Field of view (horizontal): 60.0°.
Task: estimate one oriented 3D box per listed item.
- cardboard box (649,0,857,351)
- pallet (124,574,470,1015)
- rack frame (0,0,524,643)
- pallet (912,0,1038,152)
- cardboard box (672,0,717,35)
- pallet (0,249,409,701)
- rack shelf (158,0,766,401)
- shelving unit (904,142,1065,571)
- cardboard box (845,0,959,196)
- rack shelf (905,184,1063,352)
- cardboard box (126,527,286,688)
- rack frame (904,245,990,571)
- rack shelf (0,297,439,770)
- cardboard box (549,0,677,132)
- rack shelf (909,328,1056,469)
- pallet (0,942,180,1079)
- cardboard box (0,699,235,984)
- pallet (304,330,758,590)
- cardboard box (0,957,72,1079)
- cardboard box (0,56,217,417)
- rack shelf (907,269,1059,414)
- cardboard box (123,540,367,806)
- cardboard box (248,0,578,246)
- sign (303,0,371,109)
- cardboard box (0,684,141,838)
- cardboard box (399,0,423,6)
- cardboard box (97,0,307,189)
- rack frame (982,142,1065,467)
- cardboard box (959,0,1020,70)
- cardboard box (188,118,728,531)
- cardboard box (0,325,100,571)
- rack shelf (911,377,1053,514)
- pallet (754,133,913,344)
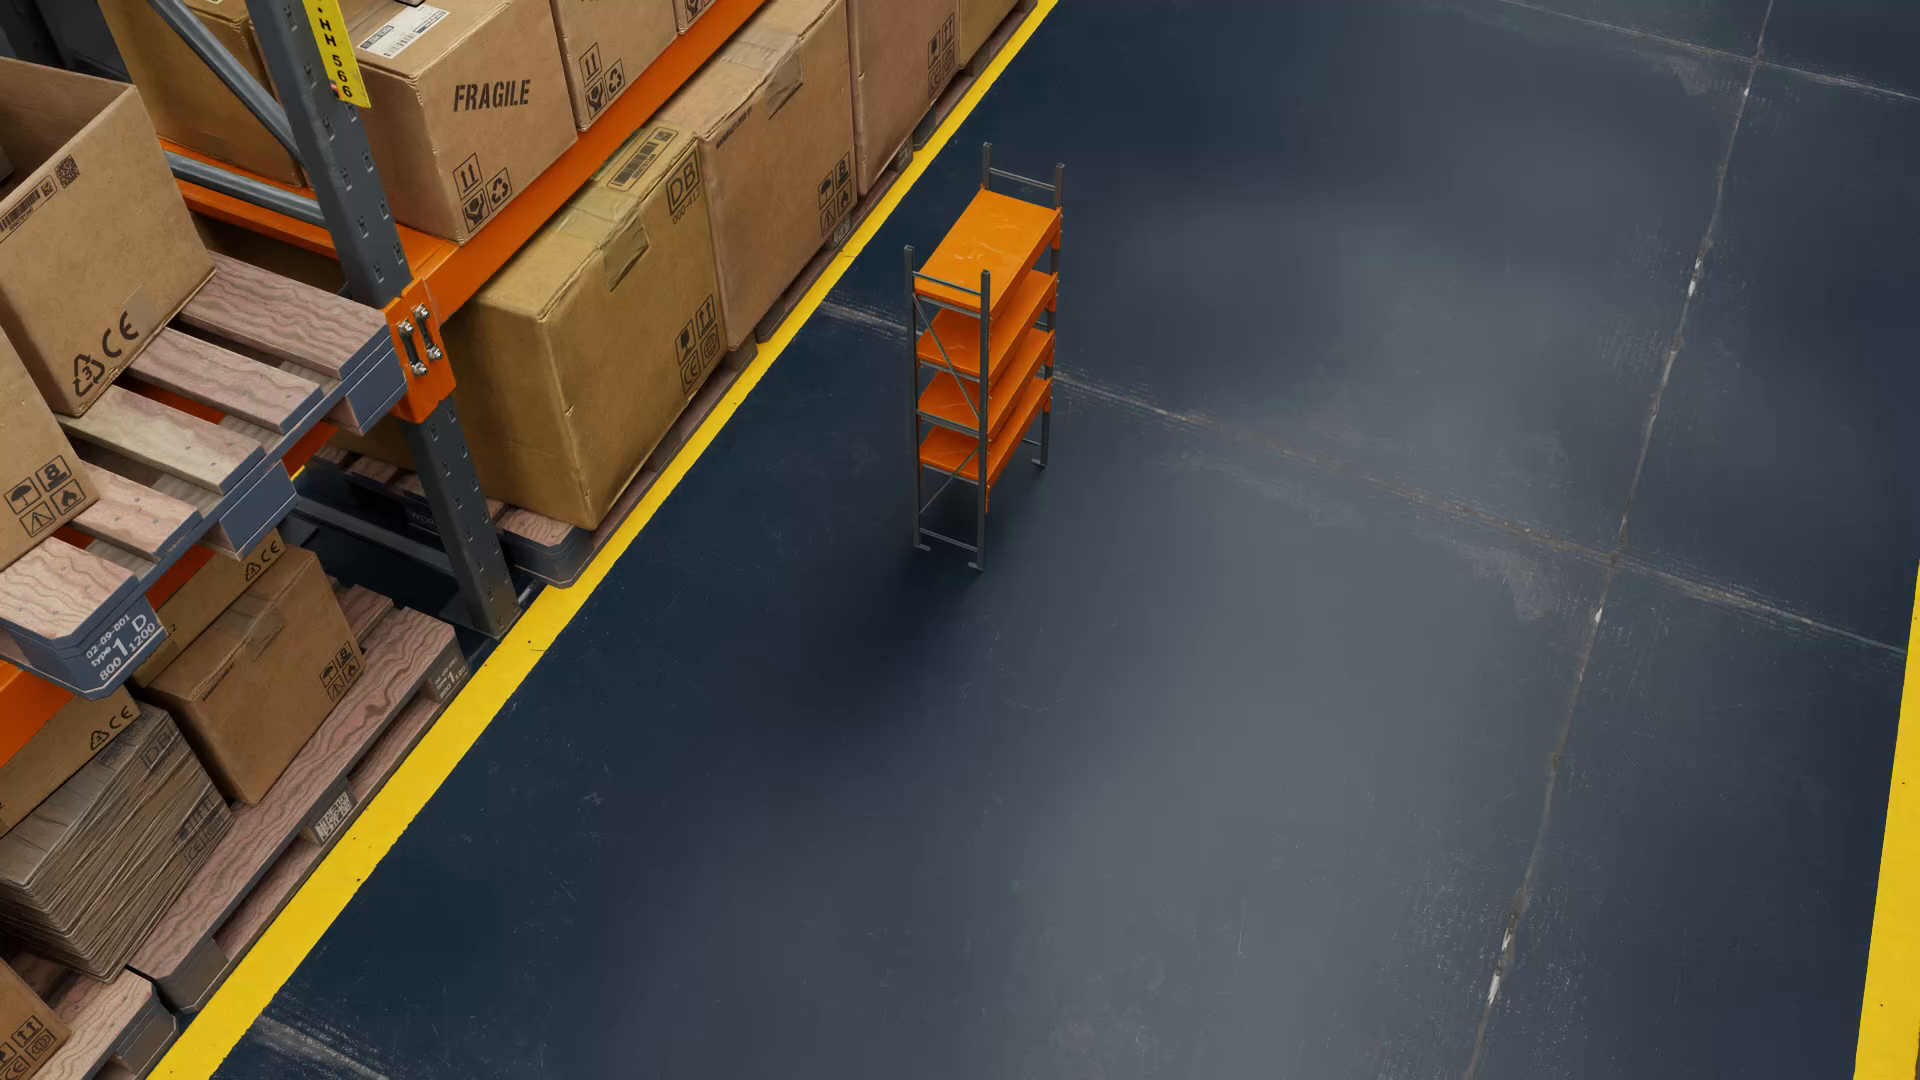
[{"bbox_3d":[-1.106,-1.397,5.589,1.225,0.875,0.875,20,52,16],"label":"cardboard box"},{"bbox_3d":[-2.142,0.571,4.625,1.003,0.211,1.213,20,52,16],"label":"pallet"},{"bbox_3d":[-1.807,-0.870,4.021,1.000,3.000,0.127,20,52,16],"label":"rack frame"},{"bbox_3d":[-0.360,-2.165,6.954,1.003,0.211,1.213,20,52,16],"label":"pallet"},{"bbox_3d":[-0.920,-1.858,4.796,0.500,0.500,0.500,19,52,15],"label":"cardboard box"},{"bbox_3d":[-2.015,-0.283,3.647,1.213,0.211,1.003,20,52,16],"label":"pallet"},{"bbox_3d":[-0.953,-2.014,5.467,1.077,0.370,4.000,20,52,16],"label":"rack shelf"},{"bbox_3d":[0.071,-0.503,4.890,0.258,1.200,0.503,20,52,16],"label":"shelving unit"},{"bbox_3d":[-0.735,-2.009,6.109,1.225,0.875,0.875,18,52,15],"label":"cardboard box"},{"bbox_3d":[0.071,-0.757,4.591,0.258,0.148,0.480,20,52,16],"label":"rack shelf"},{"bbox_3d":[-2.066,0.026,4.119,0.500,0.250,0.500,22,53,18],"label":"cardboard box"},{"bbox_3d":[-0.034,-0.335,4.747,0.240,1.200,0.015,20,52,16],"label":"rack frame"},{"bbox_3d":[-2.662,0.740,3.123,1.077,0.370,4.000,20,52,16],"label":"rack shelf"},{"bbox_3d":[-1.135,-1.505,4.495,0.500,0.500,0.500,19,52,15],"label":"cardboard box"},{"bbox_3d":[0.071,-0.459,4.941,0.258,0.148,0.480,20,52,16],"label":"rack shelf"},{"bbox_3d":[-2.665,1.408,3.913,1.003,0.211,1.213,20,52,16],"label":"pallet"},{"bbox_3d":[-2.301,0.651,4.079,0.700,0.500,0.500,16,51,13],"label":"cardboard box"},{"bbox_3d":[-1.402,-0.485,5.524,1.003,0.211,1.213,20,52,16],"label":"pallet"},{"bbox_3d":[-2.537,1.044,3.745,0.700,0.500,0.500,24,54,19],"label":"cardboard box"},{"bbox_3d":[-2.002,-0.654,3.495,0.500,0.500,0.500,14,51,12],"label":"cardboard box"},{"bbox_3d":[0.071,-0.604,4.771,0.258,0.148,0.480,20,52,16],"label":"rack shelf"},{"bbox_3d":[-2.075,0.265,4.407,0.700,0.500,0.500,17,52,14],"label":"cardboard box"},{"bbox_3d":[-1.354,-1.149,4.192,0.500,0.500,0.500,21,53,17],"label":"cardboard box"},{"bbox_3d":[-1.313,-1.050,3.465,0.100,0.325,0.005,20,52,16],"label":"sign"},{"bbox_3d":[-2.284,0.394,3.805,0.500,0.250,0.500,25,54,20],"label":"cardboard box"},{"bbox_3d":[-1.480,-1.726,4.025,0.797,0.503,0.637,21,53,17],"label":"cardboard box"},{"bbox_3d":[-1.820,-1.323,4.340,0.500,0.500,0.500,21,53,17],"label":"cardboard box"},{"bbox_3d":[0.175,-0.671,5.033,0.240,1.200,0.015,20,52,16],"label":"rack frame"},{"bbox_3d":[-0.354,-2.625,6.633,1.225,0.875,0.875,20,52,16],"label":"cardboard box"},{"bbox_3d":[-1.494,-0.786,5.069,1.225,0.875,0.875,18,52,14],"label":"cardboard box"},{"bbox_3d":[-2.150,-0.237,3.141,0.700,0.500,0.500,27,55,21],"label":"cardboard box"},{"bbox_3d":[0.071,-0.331,5.092,0.258,0.148,0.480,20,52,16],"label":"rack shelf"},{"bbox_3d":[-0.880,-1.322,6.236,1.003,0.211,1.213,20,52,16],"label":"pallet"}]
